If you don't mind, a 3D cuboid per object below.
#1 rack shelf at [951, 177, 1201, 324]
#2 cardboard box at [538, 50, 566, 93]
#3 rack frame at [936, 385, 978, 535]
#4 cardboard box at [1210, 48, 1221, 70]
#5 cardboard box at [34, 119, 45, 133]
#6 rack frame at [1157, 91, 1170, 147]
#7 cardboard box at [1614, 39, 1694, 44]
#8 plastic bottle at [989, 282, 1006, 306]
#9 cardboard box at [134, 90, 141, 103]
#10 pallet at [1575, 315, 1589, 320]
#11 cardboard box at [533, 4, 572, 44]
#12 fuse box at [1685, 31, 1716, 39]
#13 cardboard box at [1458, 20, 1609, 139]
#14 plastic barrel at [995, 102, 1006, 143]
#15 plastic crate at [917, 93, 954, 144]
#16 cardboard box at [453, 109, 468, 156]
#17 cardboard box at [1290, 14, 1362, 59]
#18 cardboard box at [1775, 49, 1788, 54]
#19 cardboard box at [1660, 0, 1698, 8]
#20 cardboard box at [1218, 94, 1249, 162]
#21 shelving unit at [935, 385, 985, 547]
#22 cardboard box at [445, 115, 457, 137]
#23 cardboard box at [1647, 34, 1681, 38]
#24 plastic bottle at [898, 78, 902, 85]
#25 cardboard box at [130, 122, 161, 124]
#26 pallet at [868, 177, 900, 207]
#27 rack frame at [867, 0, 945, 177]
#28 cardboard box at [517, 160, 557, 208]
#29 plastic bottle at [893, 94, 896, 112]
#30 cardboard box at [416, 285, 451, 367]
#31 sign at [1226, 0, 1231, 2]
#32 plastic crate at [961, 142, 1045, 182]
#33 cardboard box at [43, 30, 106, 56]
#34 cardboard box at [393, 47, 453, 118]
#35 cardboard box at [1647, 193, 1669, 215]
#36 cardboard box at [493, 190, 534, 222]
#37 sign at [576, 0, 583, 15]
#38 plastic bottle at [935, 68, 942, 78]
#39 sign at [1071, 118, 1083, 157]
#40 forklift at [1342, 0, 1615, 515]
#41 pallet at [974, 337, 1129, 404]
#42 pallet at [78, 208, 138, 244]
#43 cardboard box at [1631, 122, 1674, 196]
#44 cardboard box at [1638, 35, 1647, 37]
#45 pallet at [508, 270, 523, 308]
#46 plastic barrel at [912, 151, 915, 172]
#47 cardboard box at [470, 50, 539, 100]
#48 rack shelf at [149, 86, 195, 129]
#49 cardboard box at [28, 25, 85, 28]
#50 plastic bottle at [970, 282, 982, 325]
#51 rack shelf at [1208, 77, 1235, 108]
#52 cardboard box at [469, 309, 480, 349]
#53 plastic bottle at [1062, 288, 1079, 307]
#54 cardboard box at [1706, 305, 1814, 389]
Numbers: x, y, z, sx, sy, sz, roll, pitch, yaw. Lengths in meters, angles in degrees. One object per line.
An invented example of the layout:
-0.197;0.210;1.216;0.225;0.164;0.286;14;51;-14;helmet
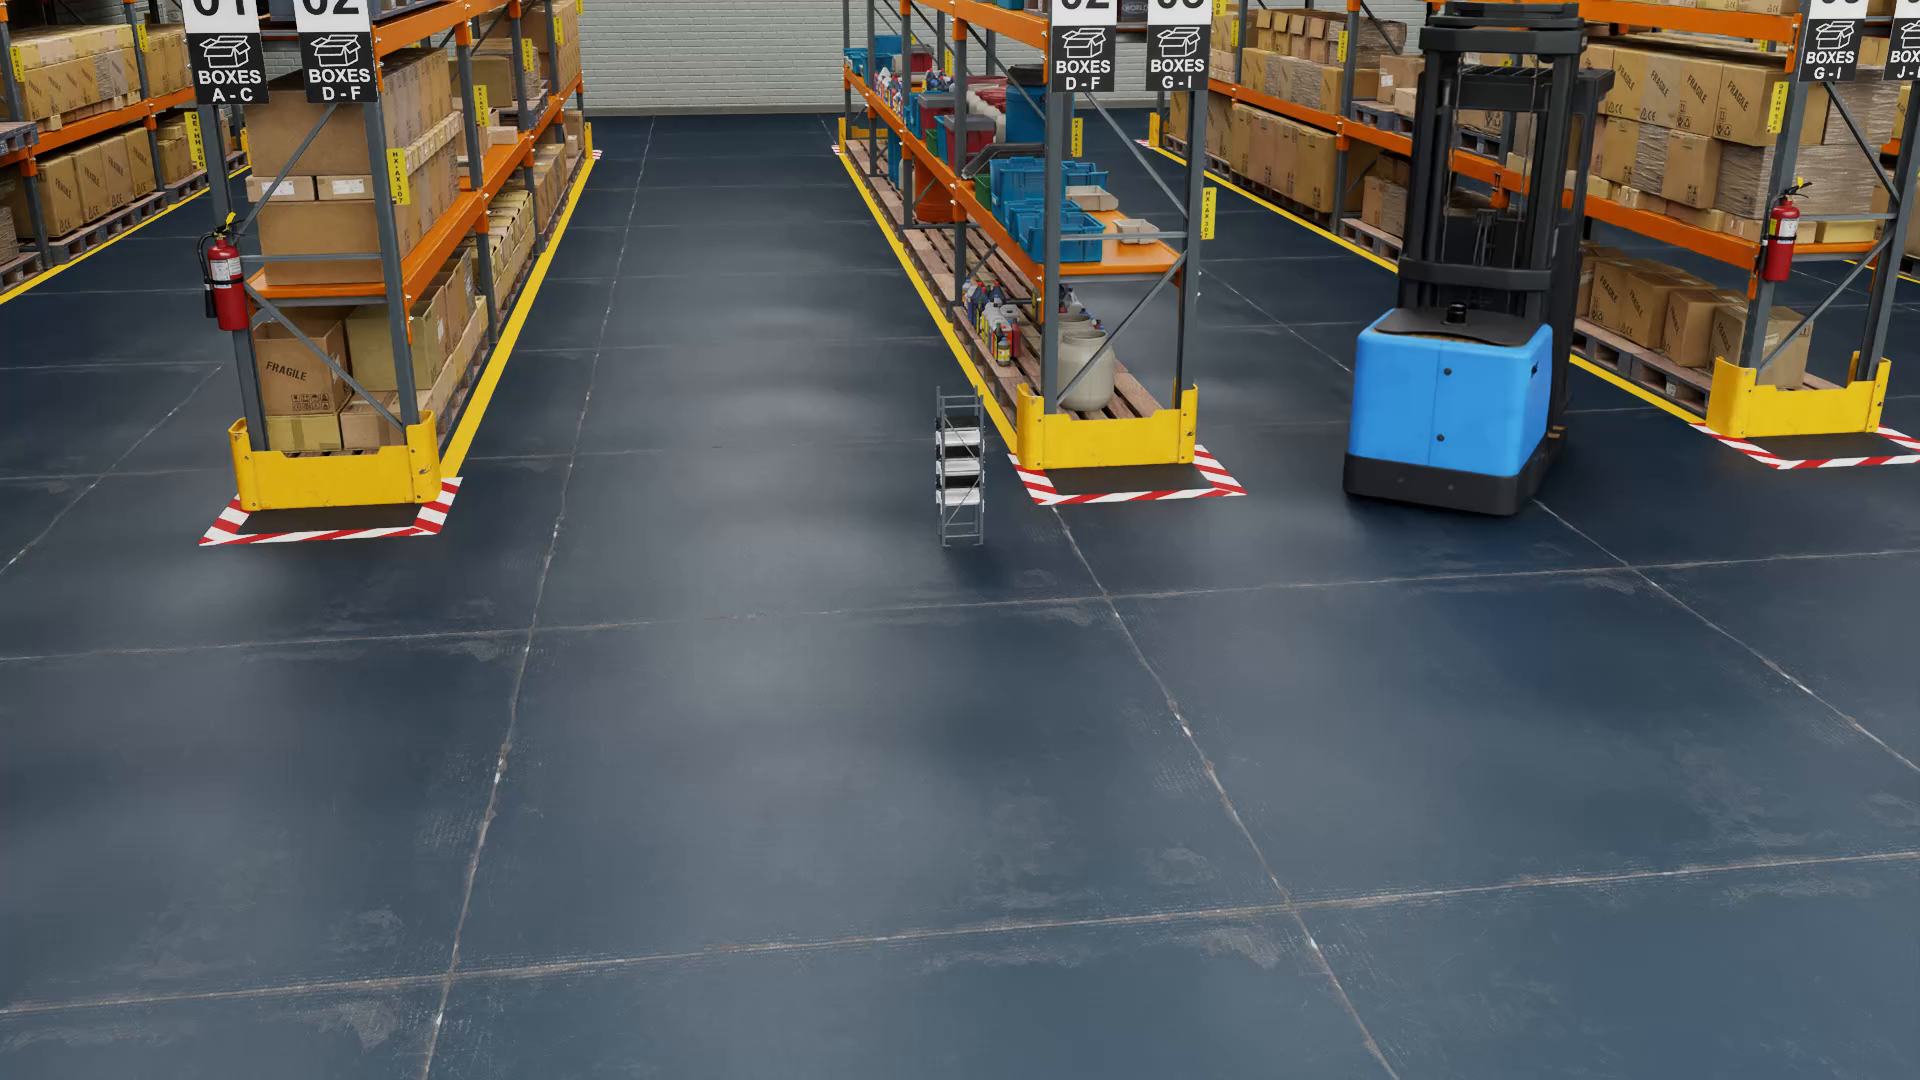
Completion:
0.744;-2.283;12.569;1.077;0.370;4.000;-3;21;-8;rack shelf
-5.403;-6.070;21.539;0.500;0.500;0.500;-2;21;-6;cardboard box
-0.016;-0.460;9.660;0.240;0.900;0.006;-3;21;-8;rack frame
3.804;-6.719;23.209;0.500;0.250;0.500;-2;21;-6;cardboard box
-9.770;-4.302;17.279;0.380;0.149;0.250;-3;21;-7;cardboard box
3.627;-7.717;26.090;1.000;3.000;0.127;-3;21;-8;rack frame
5.768;-3.901;13.878;0.500;0.500;0.500;-3;21;-8;cardboard box
0.304;-1.984;13.898;0.144;0.351;0.185;-3;21;-8;plastic bottle
-10.172;-5.371;20.140;0.380;0.149;0.250;-3;21;-7;cardboard box
5.489;-2.025;14.836;1.003;0.211;1.213;-3;21;-8;pallet
-5.613;-7.061;22.763;0.500;0.500;0.500;-2;21;-6;cardboard box
14.698;-9.619;33.026;0.539;1.711;0.414;-3;21;-8;fuse box
5.381;-4.322;15.543;1.000;1.000;1.000;-3;21;-7;cardboard box
0.535;-3.718;15.190;0.433;0.535;0.433;0;20;0;plastic barrel
-0.191;-4.152;16.454;0.402;0.464;0.583;-3;21;-8;plastic crate
-4.617;-3.559;14.816;0.500;0.500;0.500;-1;21;-4;cardboard box
4.497;-6.175;20.386;0.797;0.503;0.637;-2;21;-6;cardboard box
9.828;-5.691;19.575;0.380;0.149;0.250;-3;21;-8;cardboard box
5.472;-4.017;12.110;0.500;0.250;0.500;-2;21;-7;cardboard box
4.188;-5.766;23.303;0.875;0.875;0.875;-3;21;-8;cardboard box
-0.001;-0.424;9.566;0.258;0.900;0.210;-3;21;-8;shelving unit
-4.161;-3.245;13.048;0.380;0.149;0.250;-3;21;-9;cardboard box
9.417;-6.682;22.229;0.380;0.149;0.250;-4;21;-9;cardboard box
-0.724;-5.531;20.416;0.152;0.276;0.135;-3;21;-8;plastic bottle
-10.835;-5.477;22.138;0.380;0.149;0.250;-3;21;-7;cardboard box
-0.627;-4.506;21.480;1.003;0.211;1.213;-3;21;-8;pallet
-0.697;-6.082;21.713;1.000;3.000;0.127;-3;21;-8;rack frame
-5.034;-4.191;19.594;0.500;0.500;0.500;-4;21;-10;cardboard box
-0.731;-5.079;19.312;0.097;0.201;0.097;0;20;0;plastic bottle
-3.886;-1.481;11.652;0.500;0.500;0.500;-3;21;-8;cardboard box
4.166;-8.393;25.906;0.100;0.325;0.005;-3;21;-8;sign
0.406;-3.095;13.805;0.767;0.338;0.504;-3;21;-8;plastic crate
-10.043;-5.626;18.824;0.500;0.250;0.500;-3;21;-7;cardboard box
-4.376;-3.565;12.976;0.700;0.500;0.500;-3;21;-7;cardboard box
5.492;-2.579;12.694;0.380;0.149;0.250;-3;21;-8;cardboard box
-4.704;-3.451;17.197;0.500;0.311;0.500;-2;21;-6;cardboard box
-5.624;-7.930;24.554;0.100;0.325;0.005;-3;21;-8;sign
-0.241;-5.757;20.914;0.144;0.351;0.185;-3;21;-8;plastic bottle
1.002;-3.466;14.312;0.100;0.325;0.005;-3;21;-8;sign
3.511;-1.992;10.861;1.130;2.935;3.031;10;23;26;forklift
0.691;-1.348;13.023;1.003;0.211;1.213;-3;21;-8;pallet
-10.136;-3.589;19.024;1.003;0.211;1.213;-3;21;-8;pallet
5.662;-2.897;12.618;0.875;0.500;0.500;-3;21;-8;cardboard box
8.809;-6.560;21.901;0.380;0.149;0.250;-3;21;-7;cardboard box
-4.770;-2.434;15.930;1.003;0.211;1.213;-3;21;-8;pallet
-0.371;-4.324;19.851;0.600;0.588;0.708;-3;21;-8;plastic barrel
-5.168;-5.231;18.691;0.700;0.500;0.500;1;20;2;cardboard box
-10.789;-5.938;22.355;1.077;0.370;4.000;-3;21;-8;rack shelf
-10.692;-5.957;19.709;0.500;0.250;0.500;-2;21;-6;cardboard box
0.162;-1.977;13.879;0.144;0.351;0.185;-2;21;-6;plastic bottle
3.916;-6.687;24.362;1.077;0.370;4.000;-3;21;-8;rack shelf
-4.101;-1.649;13.174;0.500;0.250;0.500;-3;21;-8;cardboard box
0.908;-1.891;13.648;0.144;0.351;0.185;-3;21;-8;plastic bottle
5.860;-1.420;12.203;0.500;0.500;0.500;1;20;2;cardboard box
